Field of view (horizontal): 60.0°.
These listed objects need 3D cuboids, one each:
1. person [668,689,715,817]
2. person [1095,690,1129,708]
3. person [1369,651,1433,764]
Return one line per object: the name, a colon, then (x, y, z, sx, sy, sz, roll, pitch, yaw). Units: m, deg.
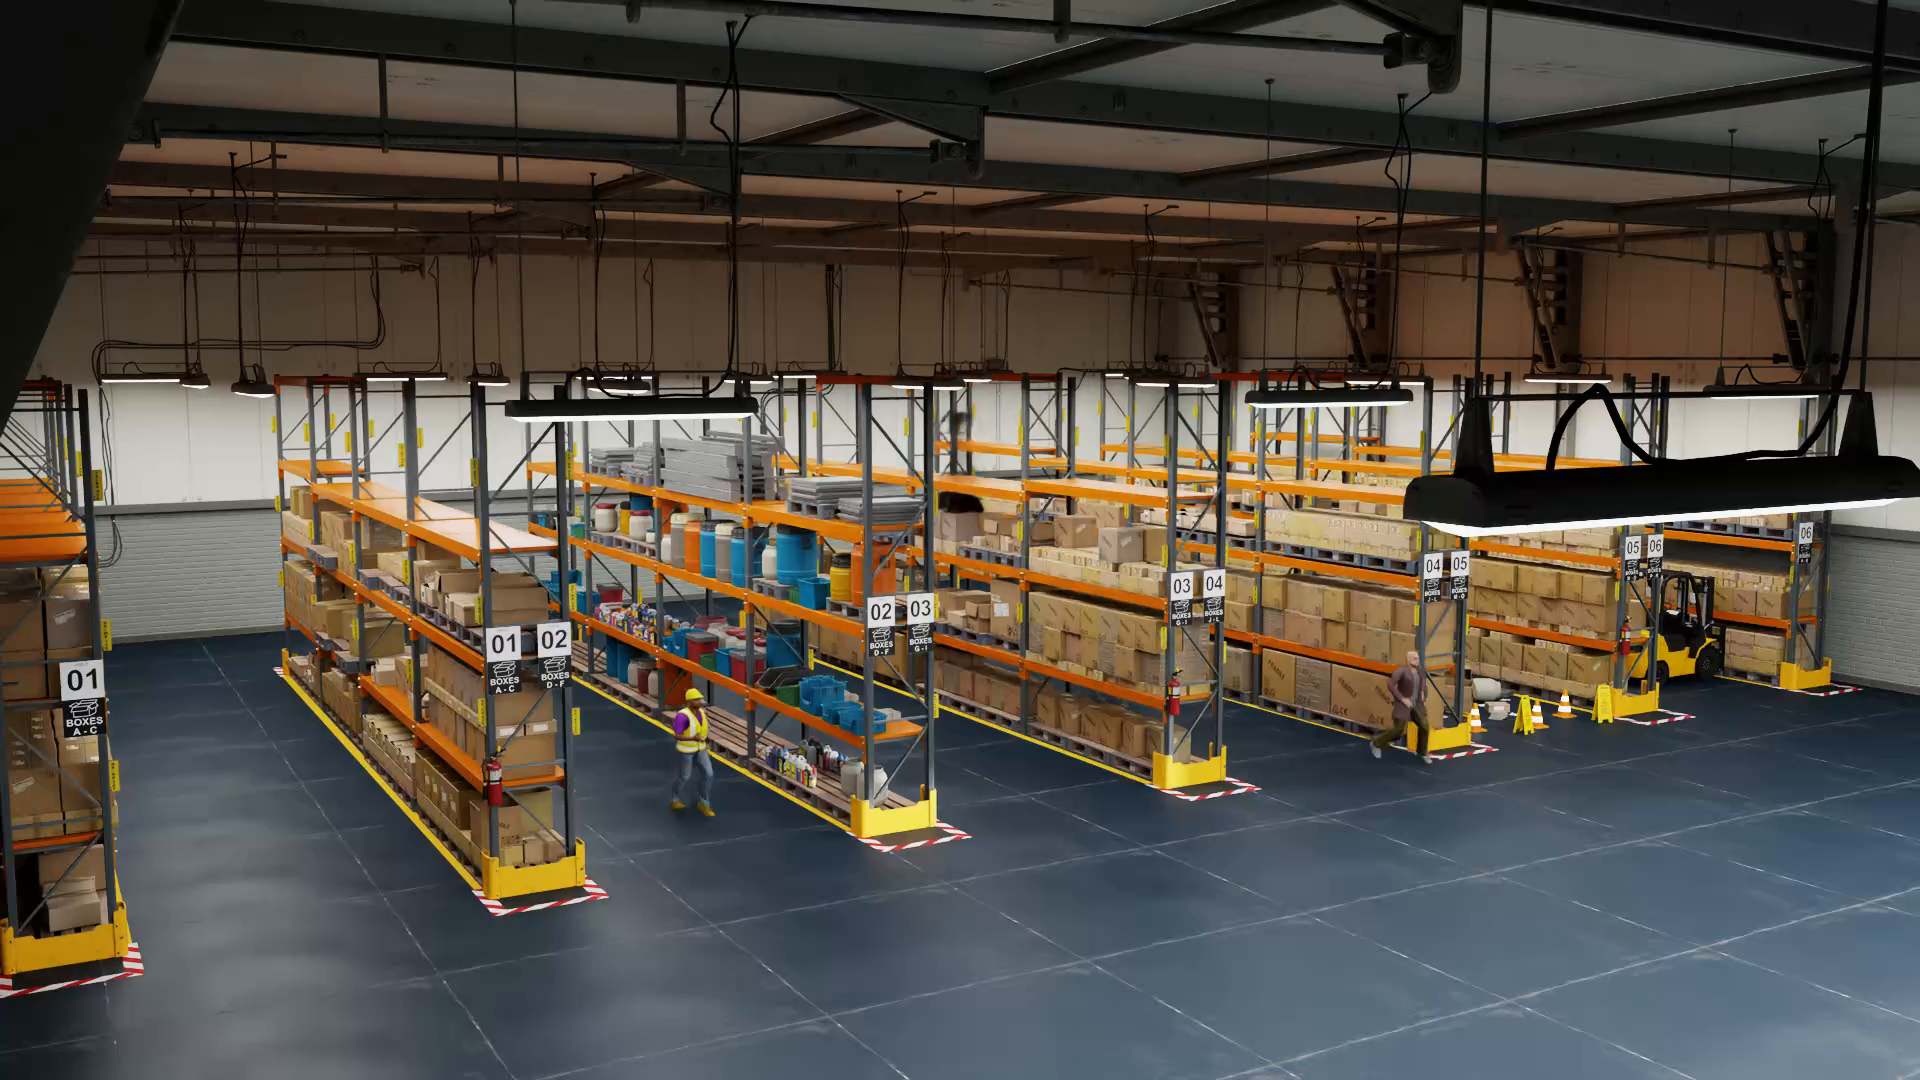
person: (-3.722, 2.945, 23.017, 0.827, 1.812, 0.628, 5, 8, 41)
person: (2.792, 2.202, 30.356, 0.627, 1.706, 0.830, -6, 8, -43)
person: (7.002, 2.624, 26.156, 0.933, 1.780, 0.822, -4, 8, -34)
